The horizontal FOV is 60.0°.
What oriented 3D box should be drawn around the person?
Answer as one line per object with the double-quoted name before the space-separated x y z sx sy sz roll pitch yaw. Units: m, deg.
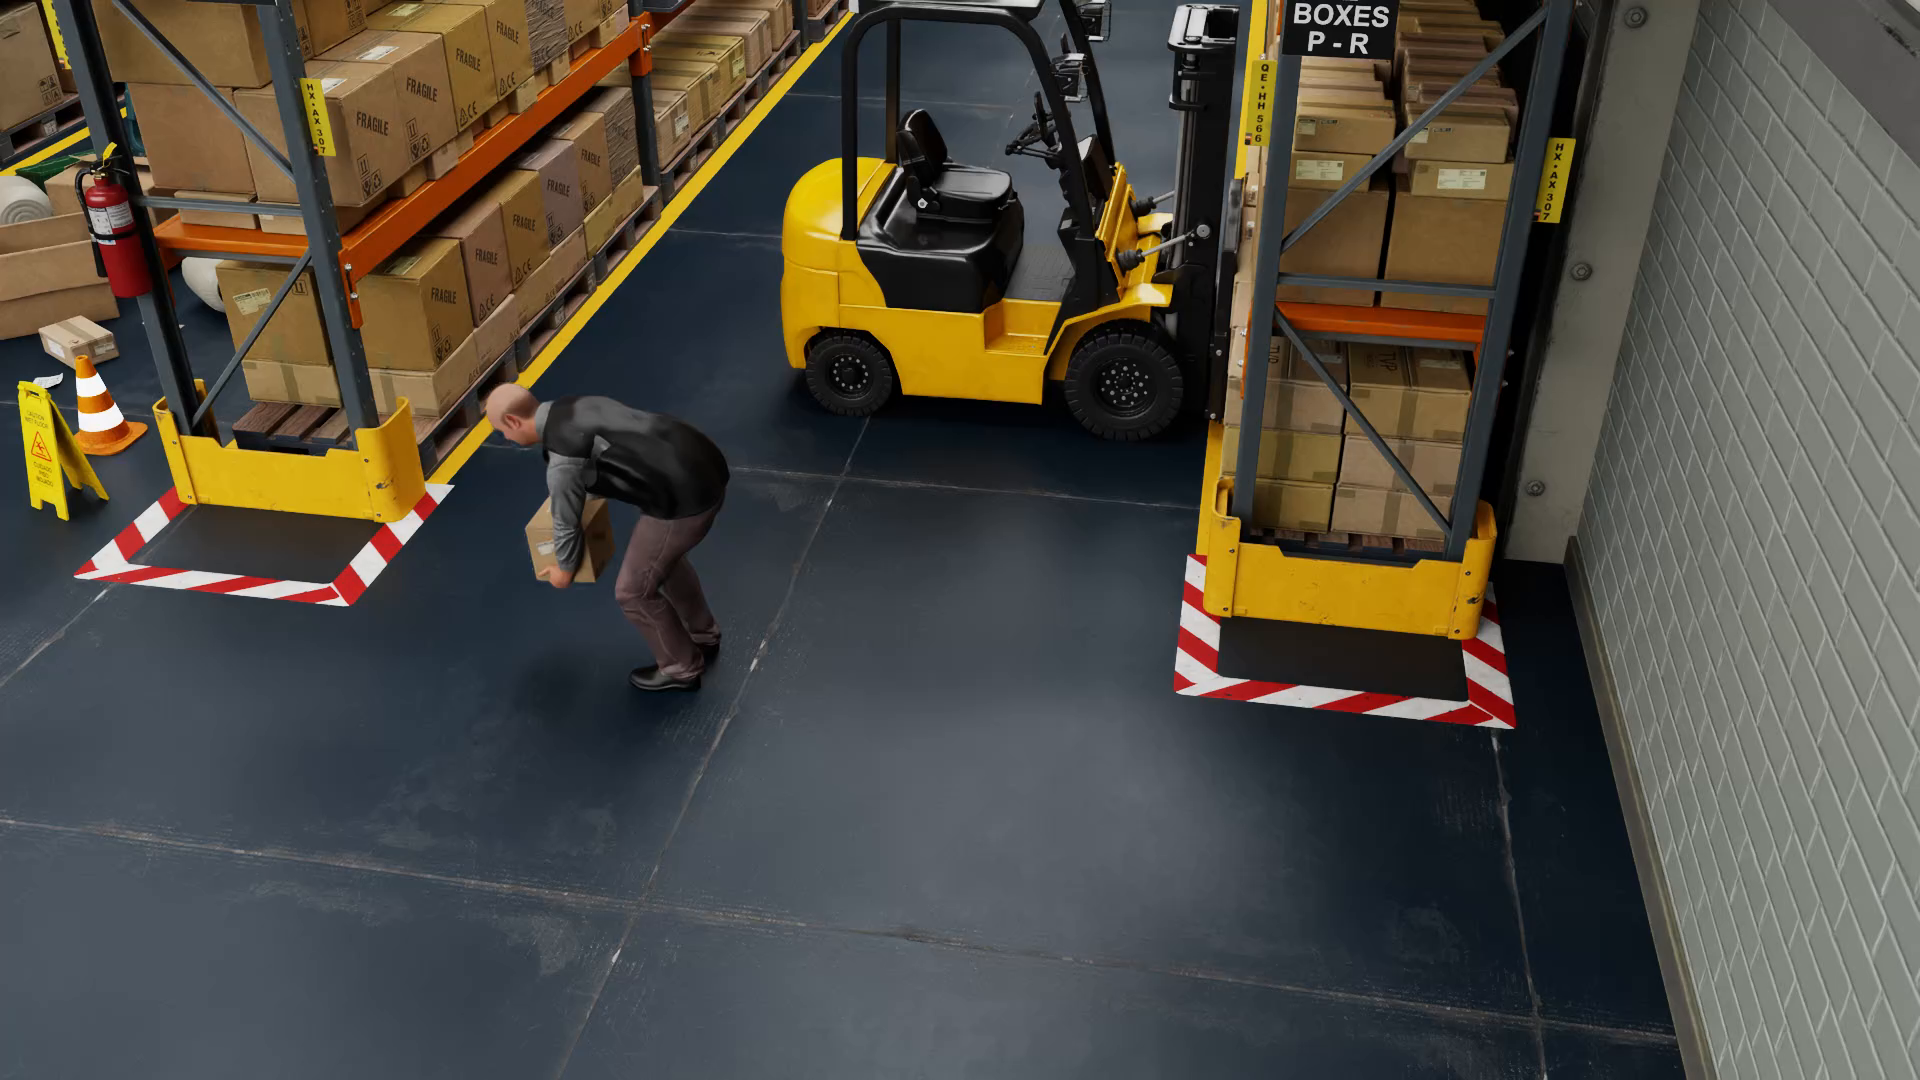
"person" -1.364 -0.022 6.625 0.908 1.266 0.475 4 32 7
